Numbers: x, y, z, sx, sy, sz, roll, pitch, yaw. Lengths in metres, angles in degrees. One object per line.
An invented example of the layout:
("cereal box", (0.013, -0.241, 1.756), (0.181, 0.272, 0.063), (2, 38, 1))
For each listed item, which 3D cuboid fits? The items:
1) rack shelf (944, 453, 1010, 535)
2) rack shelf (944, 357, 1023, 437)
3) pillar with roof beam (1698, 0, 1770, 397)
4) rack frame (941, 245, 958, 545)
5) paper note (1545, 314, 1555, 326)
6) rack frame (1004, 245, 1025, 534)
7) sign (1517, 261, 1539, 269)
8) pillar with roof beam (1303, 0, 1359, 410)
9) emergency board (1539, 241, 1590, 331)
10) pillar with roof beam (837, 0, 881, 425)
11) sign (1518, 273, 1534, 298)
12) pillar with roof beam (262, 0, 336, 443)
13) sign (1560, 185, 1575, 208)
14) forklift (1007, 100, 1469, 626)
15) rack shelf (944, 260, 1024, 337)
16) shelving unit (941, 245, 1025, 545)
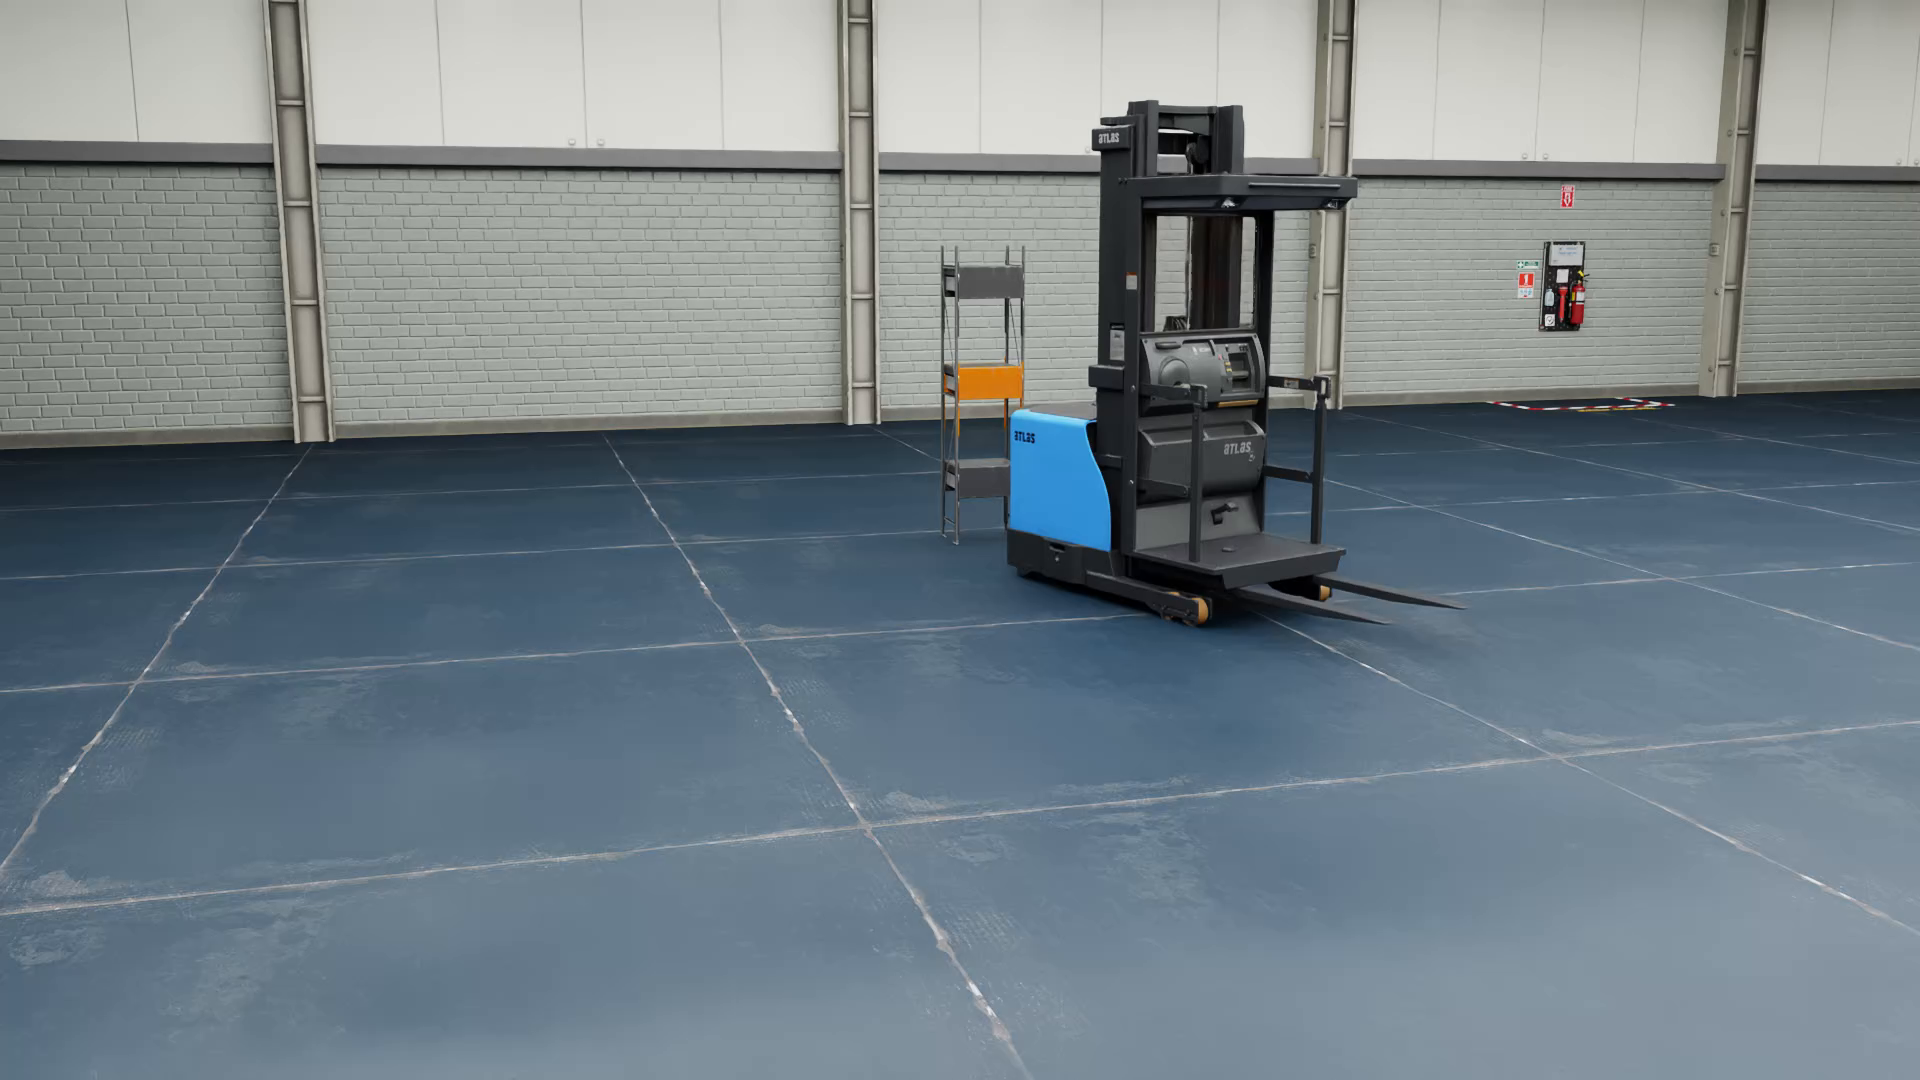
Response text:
("rack shelf", (0.159, -0.339, 12.031), (0.480, 0.518, 0.431), (-3, 11, -16))
("rack shelf", (0.159, -1.028, 11.904), (0.480, 0.518, 0.431), (-3, 11, -16))
("pillar with roof beam", (11.572, -5.655, 17.907), (0.400, 9.000, 9.100), (-3, 11, -16))
("rack frame", (-0.075, -1.029, 11.835), (0.015, 2.100, 0.400), (-3, 11, -16))
("paper note", (7.796, -2.904, 21.968), (0.142, 0.148, 0.016), (-3, 11, -16))
("rack frame", (0.393, -1.053, 11.969), (0.015, 2.100, 0.400), (-3, 11, -16))
("sign", (7.432, -3.601, 21.759), (0.331, 0.109, 0.001), (-3, 11, -16))
("pillar with roof beam", (5.811, -5.351, 16.258), (0.400, 9.000, 9.100), (-3, 11, -16))
("emergency board", (7.985, -3.334, 21.872), (0.643, 1.169, 0.194), (-3, 11, -16))
("pillar with roof beam", (0.050, -5.047, 14.609), (0.400, 9.000, 9.100), (-3, 11, -16))
("sign", (7.425, -3.342, 21.814), (0.234, 0.329, 0.001), (-3, 11, -16))
("pillar with roof beam", (-5.711, -4.744, 12.959), (0.400, 9.000, 9.100), (-3, 11, -16))
("sign", (7.949, -4.491, 21.754), (0.199, 0.298, 0.001), (-3, 11, -16))
("forklift", (1.571, -1.054, 9.675), (1.130, 2.935, 3.031), (-7, 13, -35))
("rack shelf", (0.159, -1.716, 11.778), (0.480, 0.518, 0.431), (-3, 11, -16))
("shelving unit", (0.159, -1.041, 11.902), (0.503, 2.100, 0.431), (-3, 11, -16))
